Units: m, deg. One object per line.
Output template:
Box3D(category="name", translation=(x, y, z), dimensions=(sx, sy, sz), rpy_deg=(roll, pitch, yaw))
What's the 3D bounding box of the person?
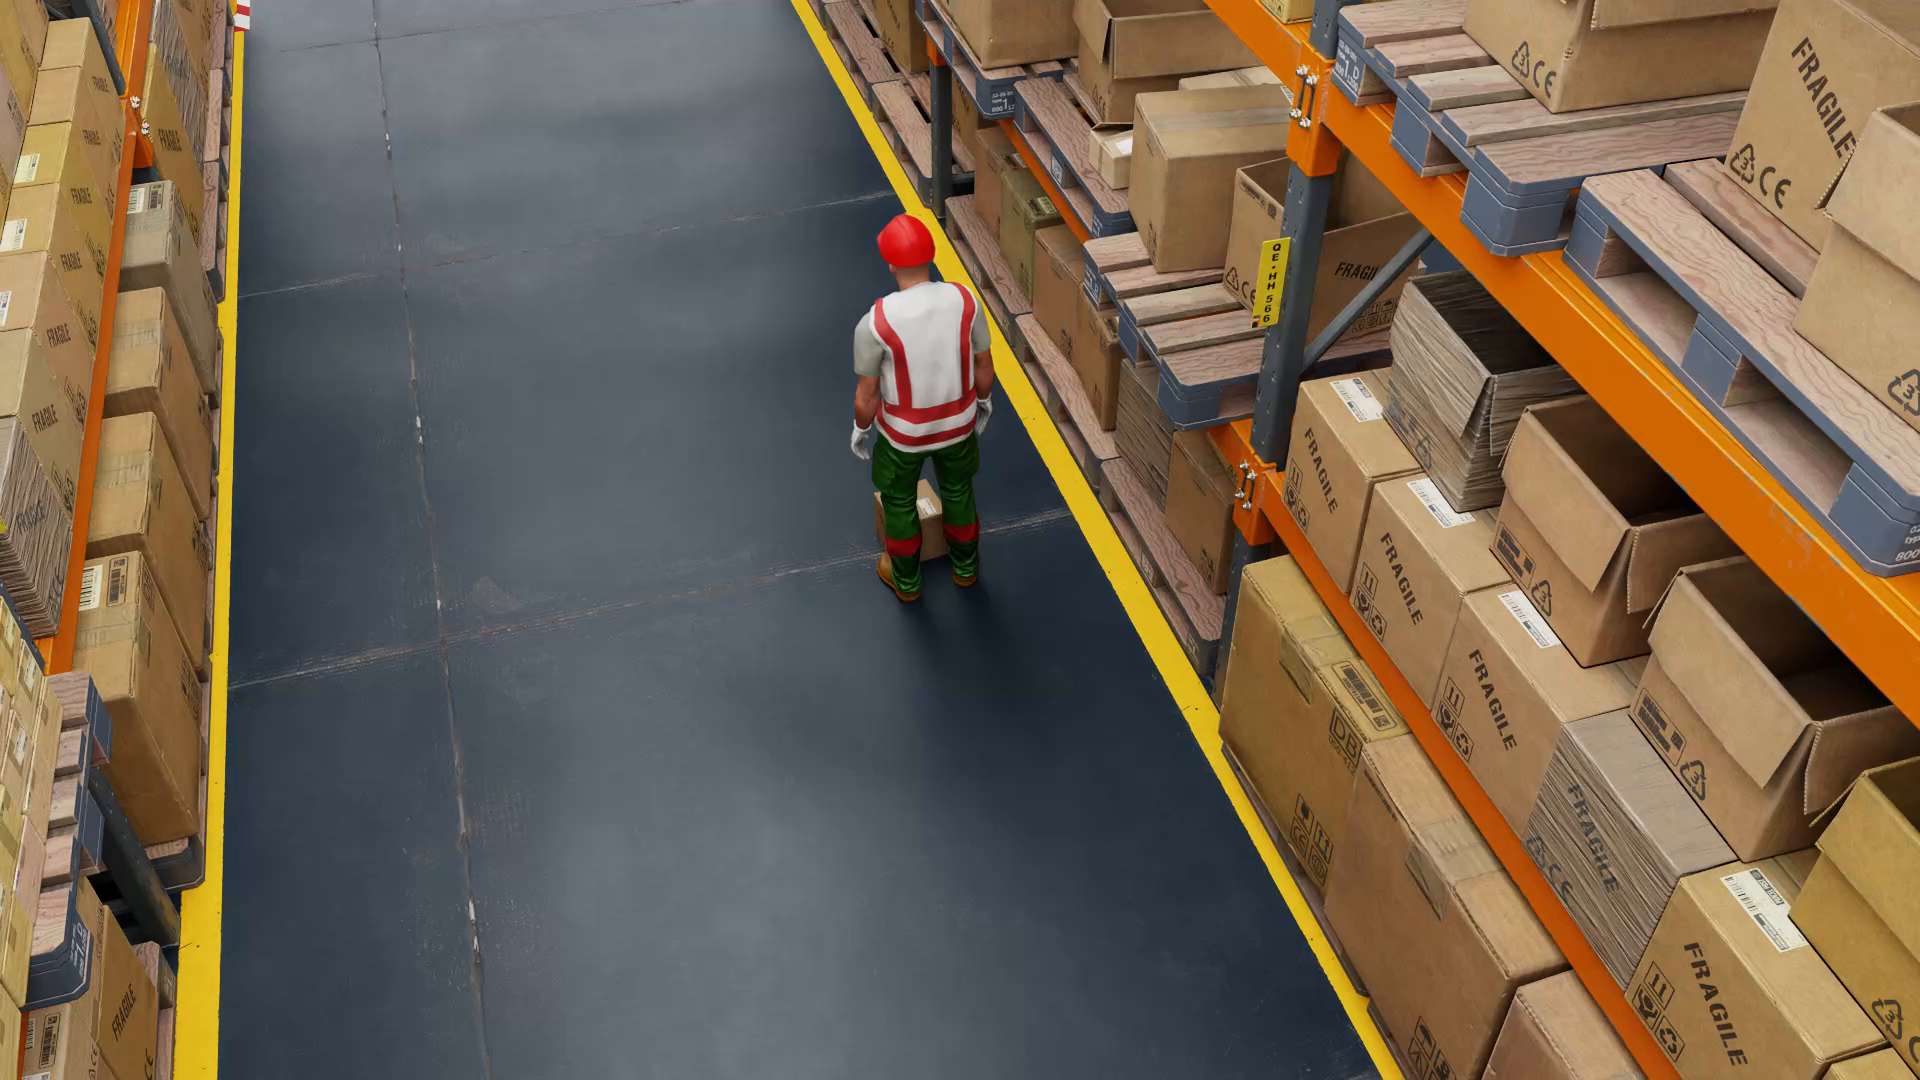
Box3D(category="person", translation=(-0.150, -0.491, 6.698), dimensions=(0.611, 1.778, 0.450), rpy_deg=(-14, 44, -15))
